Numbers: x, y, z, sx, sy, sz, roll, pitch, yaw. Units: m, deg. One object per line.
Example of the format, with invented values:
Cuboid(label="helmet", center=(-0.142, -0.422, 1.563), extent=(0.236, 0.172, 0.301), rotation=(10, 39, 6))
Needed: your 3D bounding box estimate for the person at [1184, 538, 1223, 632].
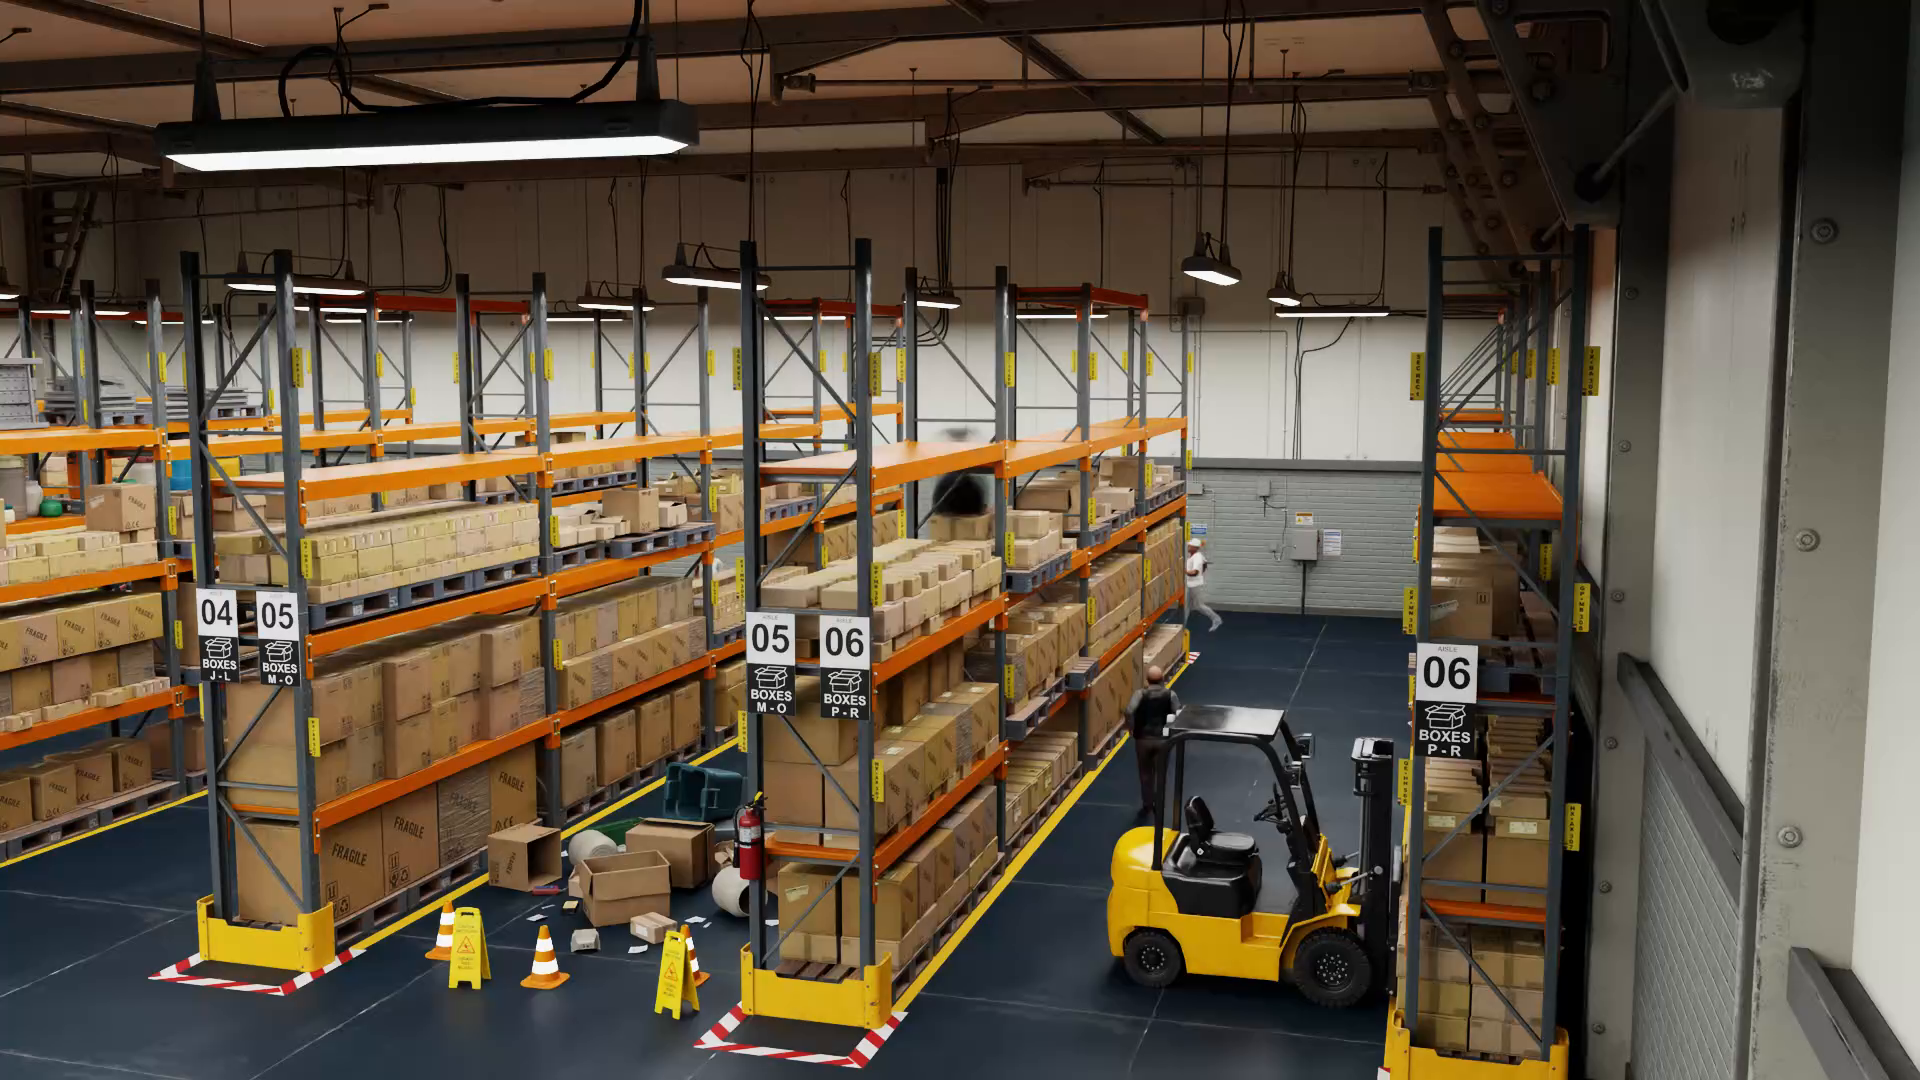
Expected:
Cuboid(label="person", center=(4.333, 0.838, 30.549), extent=(0.992, 1.755, 0.715), rotation=(0, 6, 1))

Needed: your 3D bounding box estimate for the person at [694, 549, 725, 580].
Cuboid(label="person", center=(-4.523, 0.940, 29.832), extent=(0.647, 1.783, 0.700), rotation=(1, 6, 5))

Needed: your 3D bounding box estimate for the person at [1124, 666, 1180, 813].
Cuboid(label="person", center=(2.151, 2.250, 18.481), extent=(0.666, 1.719, 0.935), rotation=(1, 6, 5))
